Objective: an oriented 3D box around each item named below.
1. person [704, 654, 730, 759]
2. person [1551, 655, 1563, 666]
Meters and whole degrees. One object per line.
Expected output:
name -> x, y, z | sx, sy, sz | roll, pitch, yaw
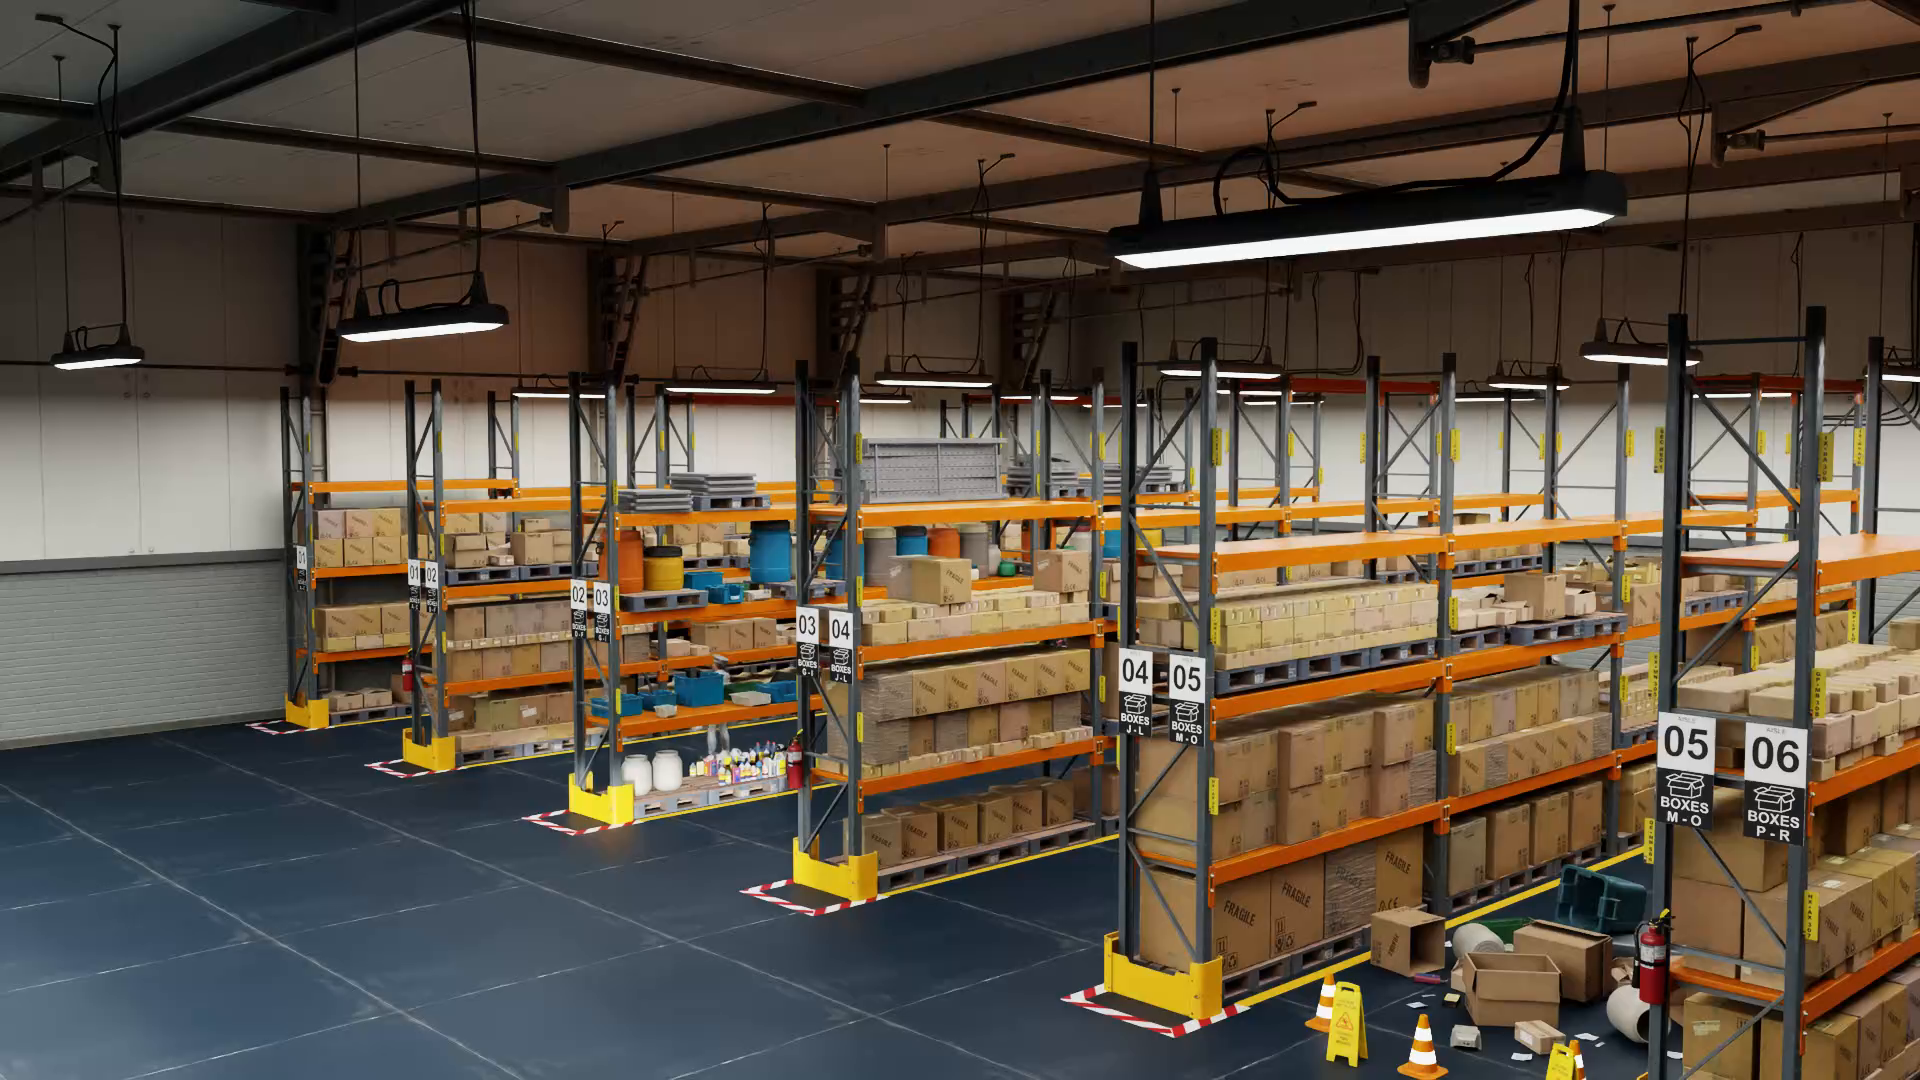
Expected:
person -> -3.841, 2.649, 26.236 | 0.375, 1.703, 0.511 | 2, 4, 33
person -> 9.258, 2.658, 26.271 | 0.545, 1.716, 0.475 | 1, 4, 10
